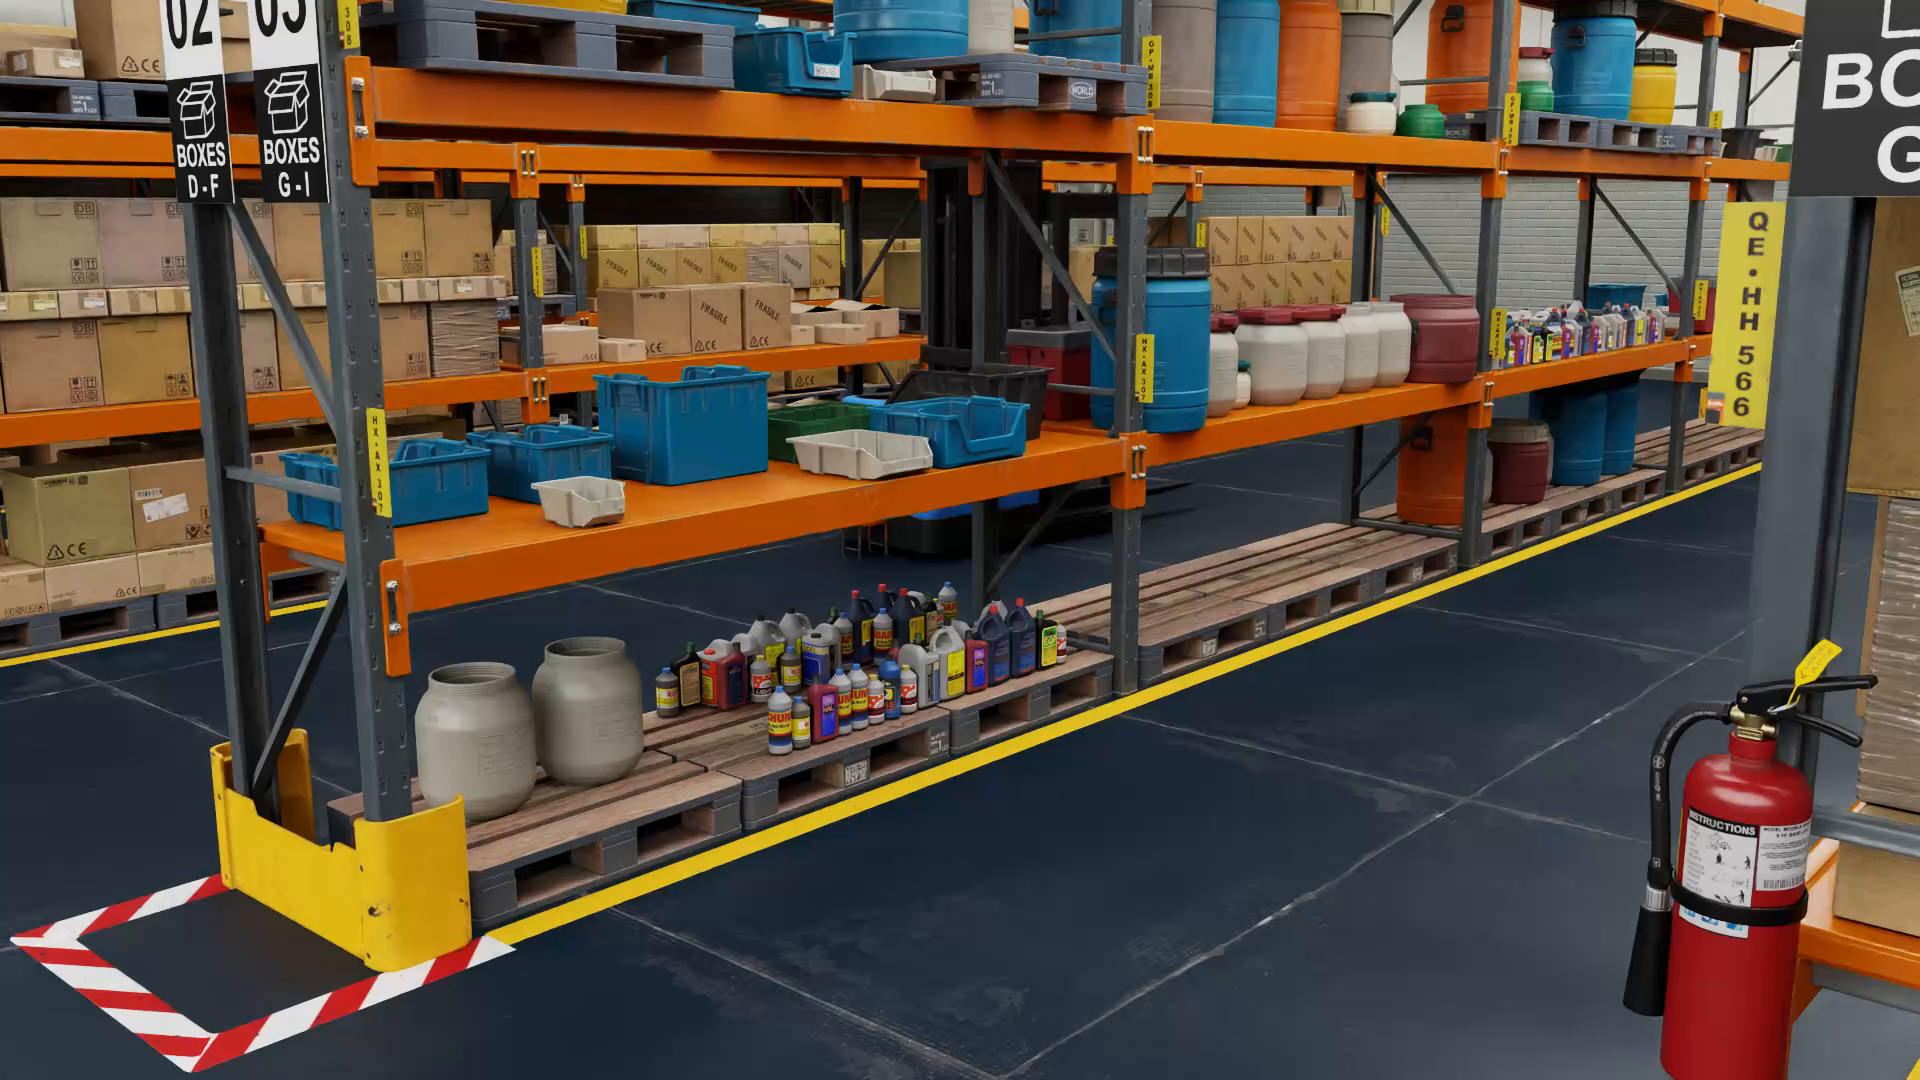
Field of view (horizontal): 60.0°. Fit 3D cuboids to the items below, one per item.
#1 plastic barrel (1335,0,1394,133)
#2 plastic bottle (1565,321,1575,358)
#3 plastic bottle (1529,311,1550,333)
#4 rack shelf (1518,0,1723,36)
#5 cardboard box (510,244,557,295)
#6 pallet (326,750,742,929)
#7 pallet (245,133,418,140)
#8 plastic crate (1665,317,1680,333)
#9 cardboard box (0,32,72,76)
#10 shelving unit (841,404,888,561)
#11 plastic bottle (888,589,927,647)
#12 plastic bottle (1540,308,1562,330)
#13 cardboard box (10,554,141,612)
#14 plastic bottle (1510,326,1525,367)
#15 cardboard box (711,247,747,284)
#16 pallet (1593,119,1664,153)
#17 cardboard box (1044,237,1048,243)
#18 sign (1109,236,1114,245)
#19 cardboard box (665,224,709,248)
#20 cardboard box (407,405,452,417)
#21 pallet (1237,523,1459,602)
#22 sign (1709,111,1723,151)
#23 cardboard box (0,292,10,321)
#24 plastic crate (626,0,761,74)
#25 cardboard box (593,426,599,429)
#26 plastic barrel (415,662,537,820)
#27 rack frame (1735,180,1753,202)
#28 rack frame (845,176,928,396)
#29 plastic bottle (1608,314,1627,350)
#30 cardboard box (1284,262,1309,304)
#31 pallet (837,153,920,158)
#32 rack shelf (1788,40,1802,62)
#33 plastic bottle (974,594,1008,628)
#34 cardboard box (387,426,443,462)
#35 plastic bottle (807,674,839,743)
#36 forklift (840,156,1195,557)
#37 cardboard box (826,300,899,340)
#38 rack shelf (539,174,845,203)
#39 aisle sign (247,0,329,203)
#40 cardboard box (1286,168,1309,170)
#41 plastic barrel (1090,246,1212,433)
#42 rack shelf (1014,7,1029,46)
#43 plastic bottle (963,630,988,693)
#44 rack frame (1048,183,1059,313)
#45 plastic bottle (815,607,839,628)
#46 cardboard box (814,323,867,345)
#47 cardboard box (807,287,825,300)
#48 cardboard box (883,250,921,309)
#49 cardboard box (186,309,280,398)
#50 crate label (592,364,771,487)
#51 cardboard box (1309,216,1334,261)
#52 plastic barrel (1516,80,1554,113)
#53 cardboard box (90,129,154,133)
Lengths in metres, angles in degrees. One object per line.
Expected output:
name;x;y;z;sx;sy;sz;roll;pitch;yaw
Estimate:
plastic barrel;2.412;-2.971;10.488;0.600;0.901;0.600;0;11;0
plastic bottle;4.506;-1.489;12.336;0.097;0.271;0.097;0;11;0
plastic bottle;4.669;-1.700;13.379;0.152;0.276;0.135;10;15;40
rack shelf;4.438;-4.034;12.291;1.077;0.370;4.000;10;15;40
cardboard box;-4.627;-2.822;17.303;0.700;0.500;0.500;8;14;34
pallet;-1.608;1.062;6.357;1.003;0.211;1.213;10;15;40
pallet;-3.785;-2.698;10.628;1.003;0.211;1.213;10;15;40
plastic crate;6.173;-1.885;14.512;0.396;0.136;0.243;10;15;40
cardboard box;-5.320;-2.686;9.297;0.500;0.250;0.500;10;15;40
shelving unit;-0.666;-0.399;11.527;0.252;1.050;0.215;-10;15;-41
plastic bottle;-0.259;0.409;8.146;0.144;0.351;0.185;10;15;40
plastic bottle;4.467;-1.571;12.546;0.144;0.351;0.185;10;15;40
cardboard box;-5.033;0.208;9.462;0.500;0.250;0.500;10;15;40
plastic bottle;3.897;-1.354;11.629;0.061;0.283;0.133;10;15;40
cardboard box;-2.792;-3.097;18.993;0.500;0.500;0.500;10;15;42
pallet;4.568;-3.018;12.489;1.003;0.211;1.213;10;15;40
cardboard box;0.627;-3.875;23.190;0.980;0.700;0.700;11;16;43
sign;1.627;-3.070;17.712;0.100;0.325;0.005;10;15;40
cardboard box;-3.150;-3.387;18.529;0.500;0.250;0.500;10;15;41
cardboard box;-5.494;-1.367;16.658;0.700;0.500;0.500;10;15;40
pallet;2.577;0.130;11.023;1.003;0.211;1.213;10;15;40
sign;6.170;-3.339;13.590;0.100;0.325;0.005;10;15;40
cardboard box;-5.289;-1.247;8.884;0.380;0.149;0.250;9;15;39
plastic crate;-1.131;-1.952;6.710;0.392;0.384;0.575;10;15;40
cardboard box;-2.519;-0.779;12.969;0.500;0.311;0.500;10;15;40
plastic barrel;-1.786;0.738;6.139;0.421;0.512;0.421;0;11;0
rack frame;8.399;-2.524;17.188;1.000;3.000;0.127;10;15;40
rack frame;-0.601;-1.988;14.505;1.000;3.000;0.127;10;15;40
plastic bottle;5.167;-1.647;13.114;0.152;0.276;0.135;10;15;40
cardboard box;3.583;-2.889;18.762;0.500;0.500;0.500;9;15;40
pallet;-0.982;-3.255;13.672;1.213;0.211;1.003;11;16;43
rack shelf;2.877;-0.942;3.446;1.077;0.370;4.000;10;15;40
plastic bottle;0.160;0.438;7.998;0.144;0.351;0.185;10;15;40
cardboard box;-3.722;-0.456;10.869;0.500;0.500;0.500;10;15;40
plastic bottle;-0.569;0.689;6.914;0.061;0.283;0.133;10;15;41
forklift;0.558;-1.537;12.424;3.031;2.935;1.130;-10;15;-41
cardboard box;-0.874;-1.896;14.274;0.500;0.311;0.500;11;16;44
rack shelf;-3.004;-4.040;18.958;1.077;0.370;4.000;10;15;40
aisle sign;-1.991;-1.396;4.905;0.394;0.787;0.004;10;15;40
cardboard box;3.538;-4.234;18.474;0.500;0.250;0.500;10;15;40
plastic barrel;0.960;-1.022;8.388;0.600;0.901;0.708;10;15;40
rack shelf;0.719;-4.675;15.500;1.077;0.370;4.000;10;15;40
plastic bottle;0.066;0.548;7.623;0.133;0.283;0.061;-11;16;-44
rack frame;0.957;-3.805;23.602;1.000;3.000;0.127;10;15;40
plastic bottle;-0.632;0.470;8.012;0.061;0.283;0.133;11;15;43
cardboard box;-0.987;-1.696;13.688;0.380;0.149;0.250;10;15;40
cardboard box;-1.843;-2.976;20.044;0.380;0.149;0.250;10;15;41
cardboard box;-0.270;-2.350;14.991;0.700;0.500;0.500;4;12;21
cardboard box;-4.544;-1.155;10.080;0.700;0.500;0.500;10;15;42
crate label;-1.151;-0.493;6.930;0.502;0.435;0.616;10;15;40
cardboard box;3.921;-3.452;19.026;0.500;0.500;0.500;10;15;42
plastic barrel;3.990;-3.074;11.607;0.294;0.245;0.294;0;11;0
cardboard box;-7.114;-3.462;13.923;0.500;0.500;0.500;10;15;42
